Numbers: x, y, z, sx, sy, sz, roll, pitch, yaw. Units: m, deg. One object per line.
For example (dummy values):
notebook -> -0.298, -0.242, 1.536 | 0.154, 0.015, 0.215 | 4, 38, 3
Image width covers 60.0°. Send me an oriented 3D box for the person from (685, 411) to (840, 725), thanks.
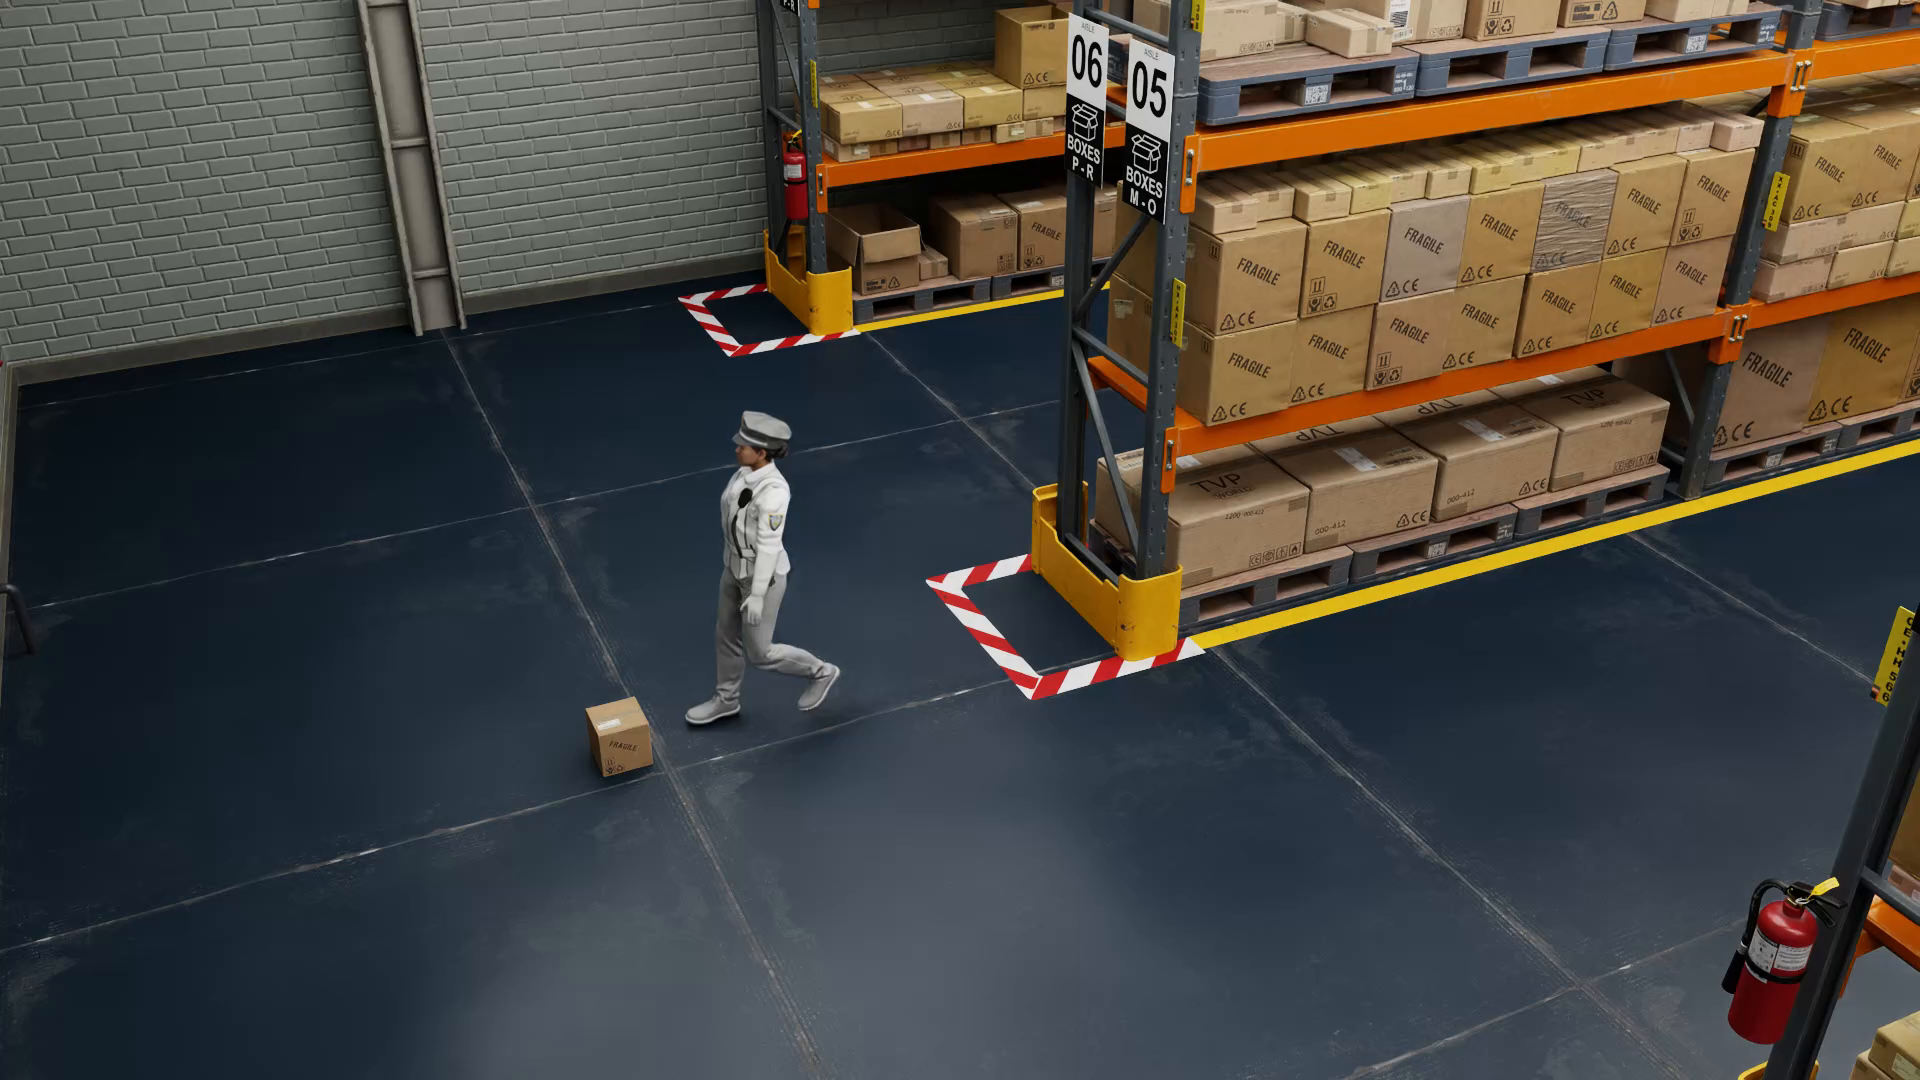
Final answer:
person -> -1.024, 0.161, 8.106 | 0.734, 1.665, 0.489 | -14, 33, -24
